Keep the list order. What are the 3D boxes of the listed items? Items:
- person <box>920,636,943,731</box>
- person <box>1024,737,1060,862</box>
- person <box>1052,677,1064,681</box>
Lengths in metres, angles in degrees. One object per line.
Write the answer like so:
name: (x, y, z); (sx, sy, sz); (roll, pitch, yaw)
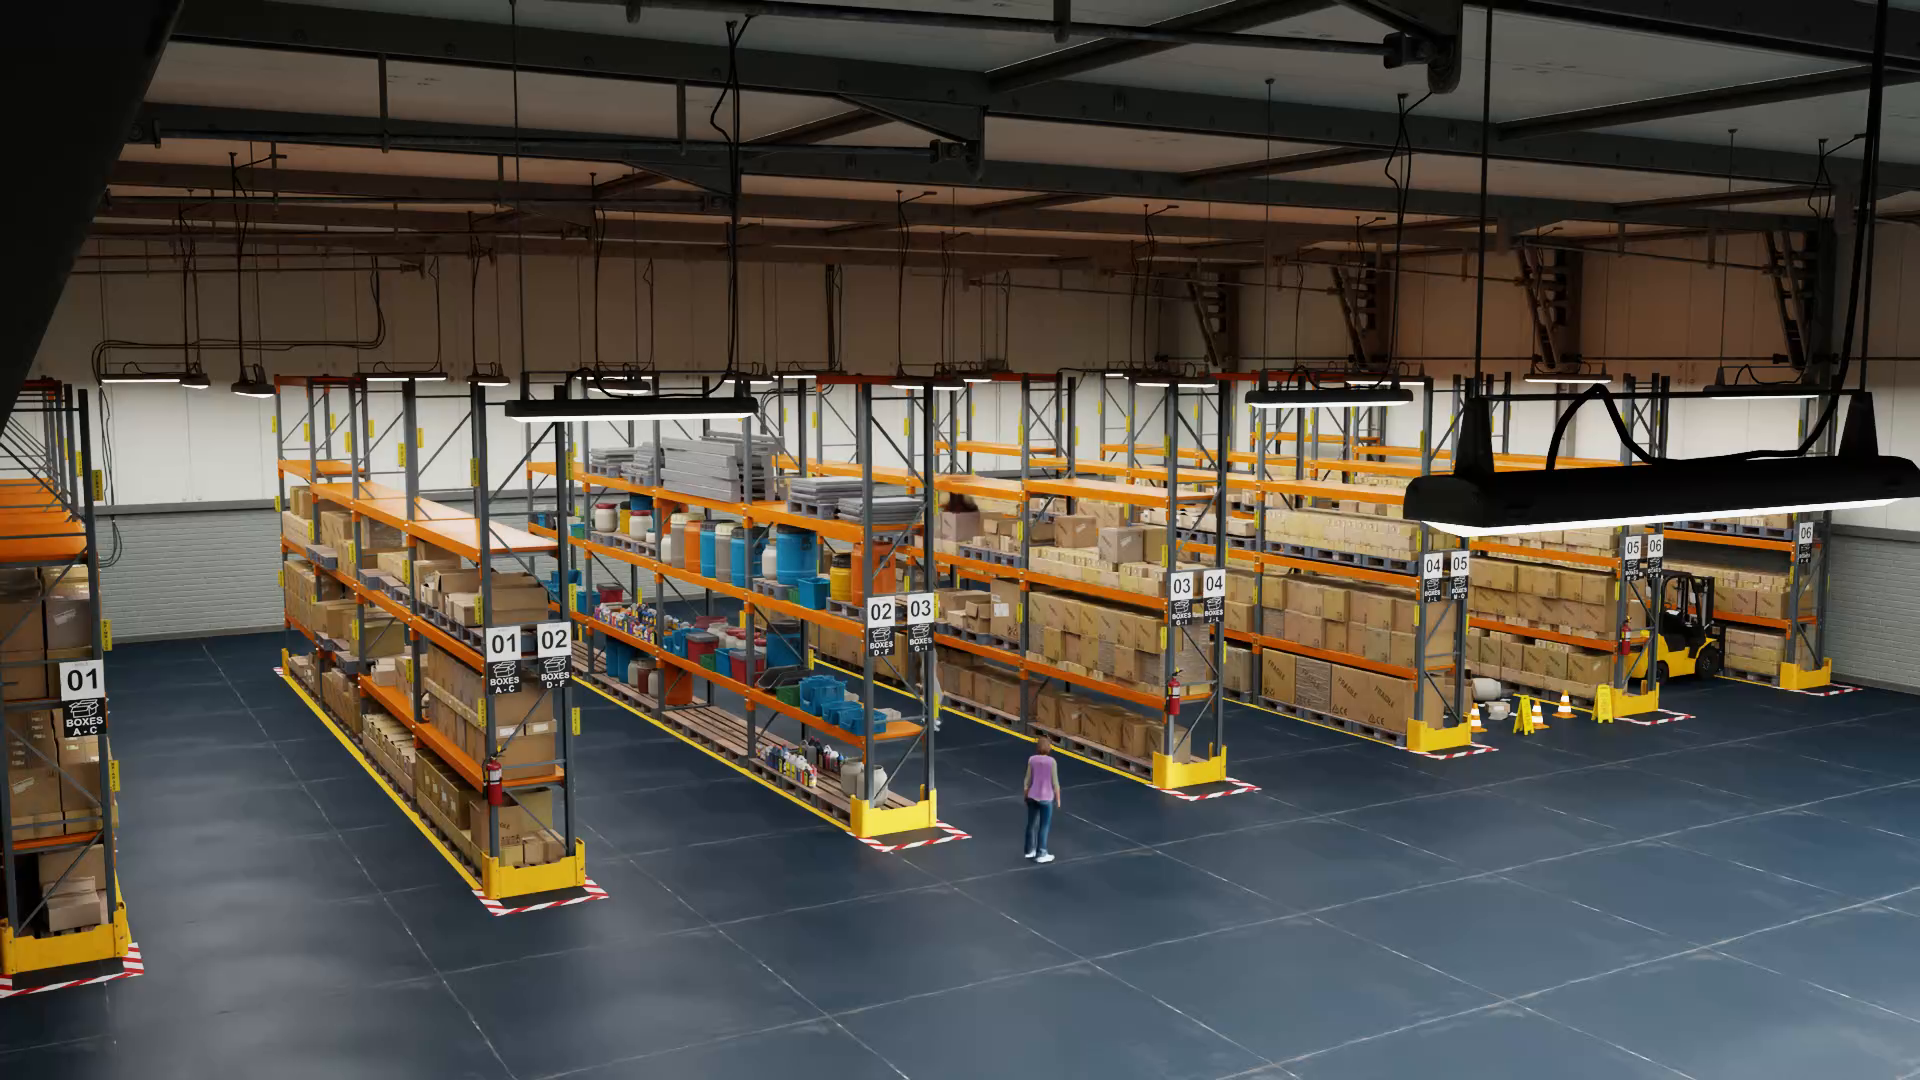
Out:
person: (-0.506, 2.307, 27.776); (0.414, 1.721, 0.476); (-2, 6, -15)
person: (1.029, 3.259, 20.949); (0.478, 1.604, 0.375); (4, 8, 35)
person: (1.937, 1.748, 31.889); (0.608, 1.728, 0.440); (2, 7, 19)
